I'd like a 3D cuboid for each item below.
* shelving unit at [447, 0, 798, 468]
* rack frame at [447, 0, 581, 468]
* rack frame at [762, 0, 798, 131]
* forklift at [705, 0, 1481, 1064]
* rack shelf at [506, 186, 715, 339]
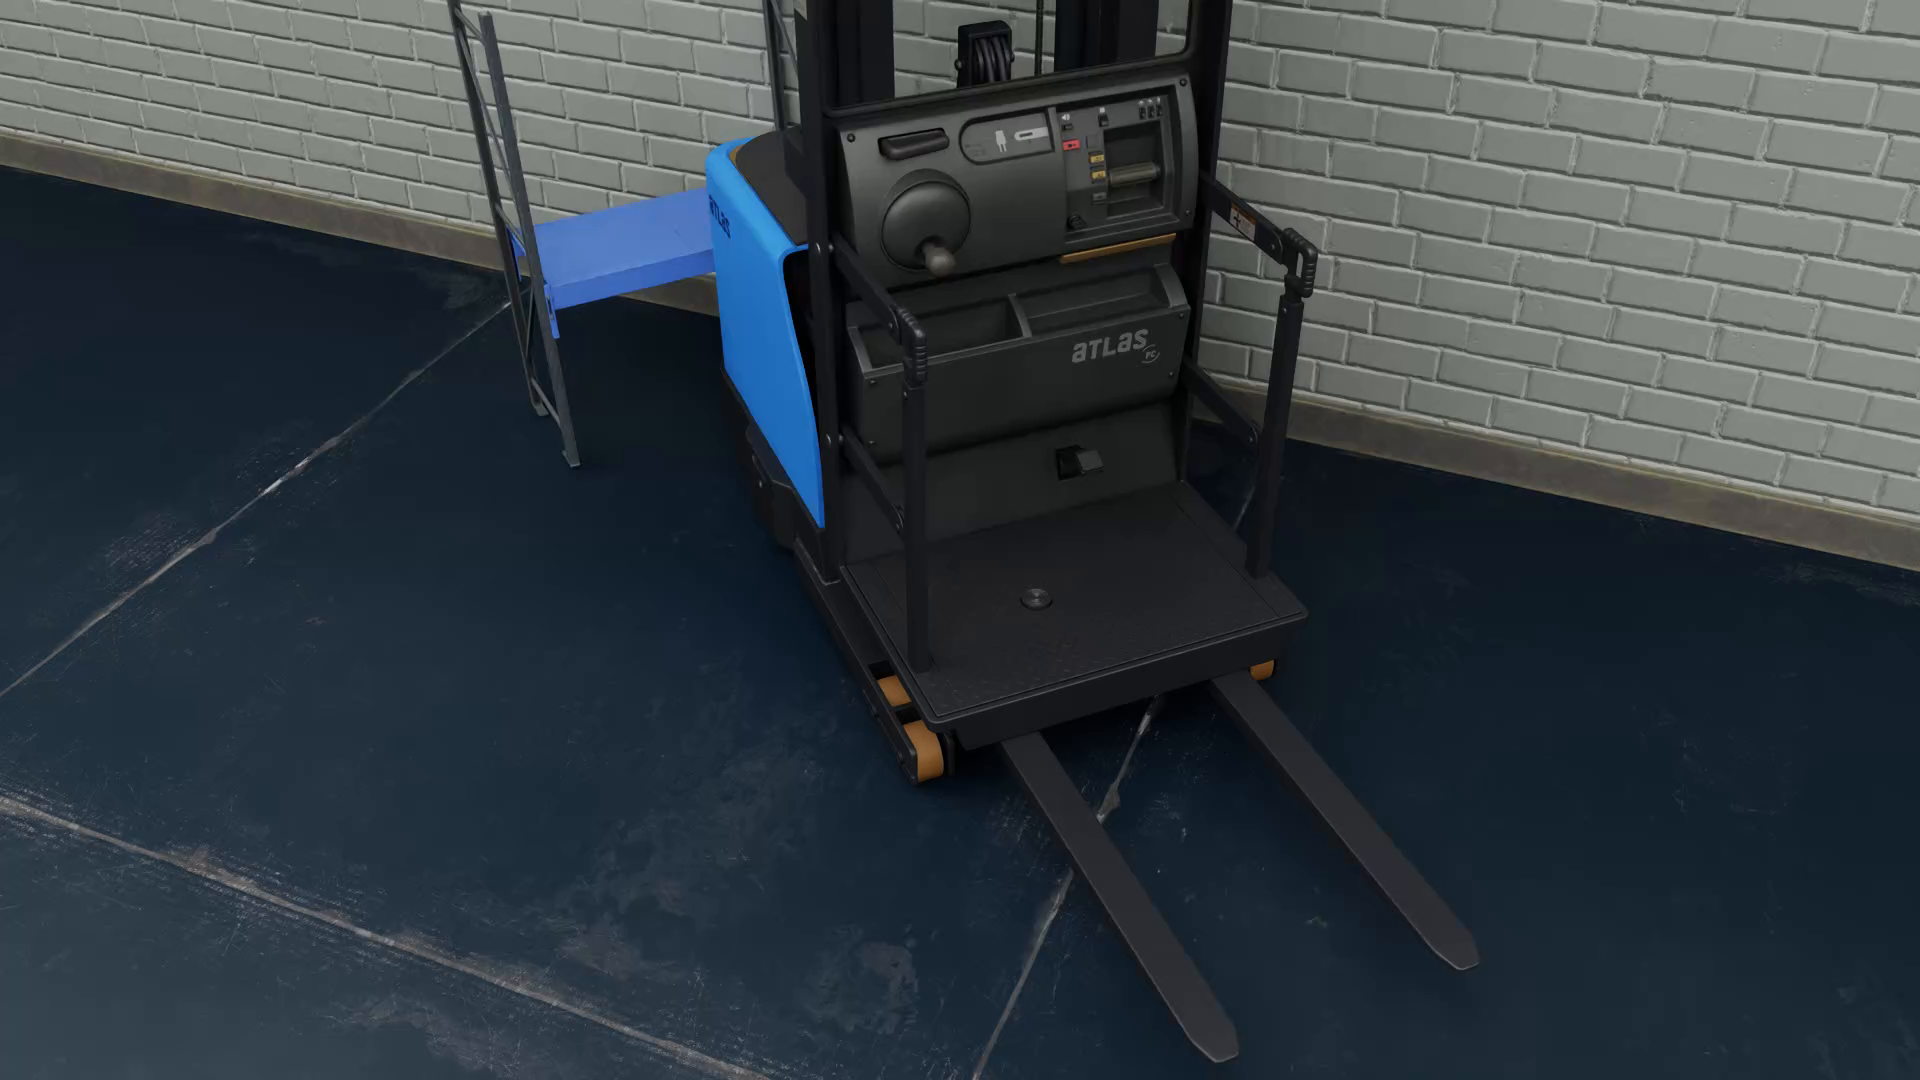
[{"bbox_3d":[-0.968,-1.129,5.475,1.048,1.500,0.538,-18,37,-21],"label":"shelving unit"},{"bbox_3d":[-1.420,-0.983,5.293,0.032,1.500,0.500,-18,37,-21],"label":"rack frame"},{"bbox_3d":[-0.516,-1.275,5.657,0.032,1.500,0.500,-18,37,-21],"label":"rack frame"},{"bbox_3d":[0.245,-0.827,3.908,1.130,2.935,3.031,-14,39,-18],"label":"forklift"},{"bbox_3d":[-0.961,-0.981,5.577,1.000,0.185,0.538,-18,37,-21],"label":"rack shelf"}]
